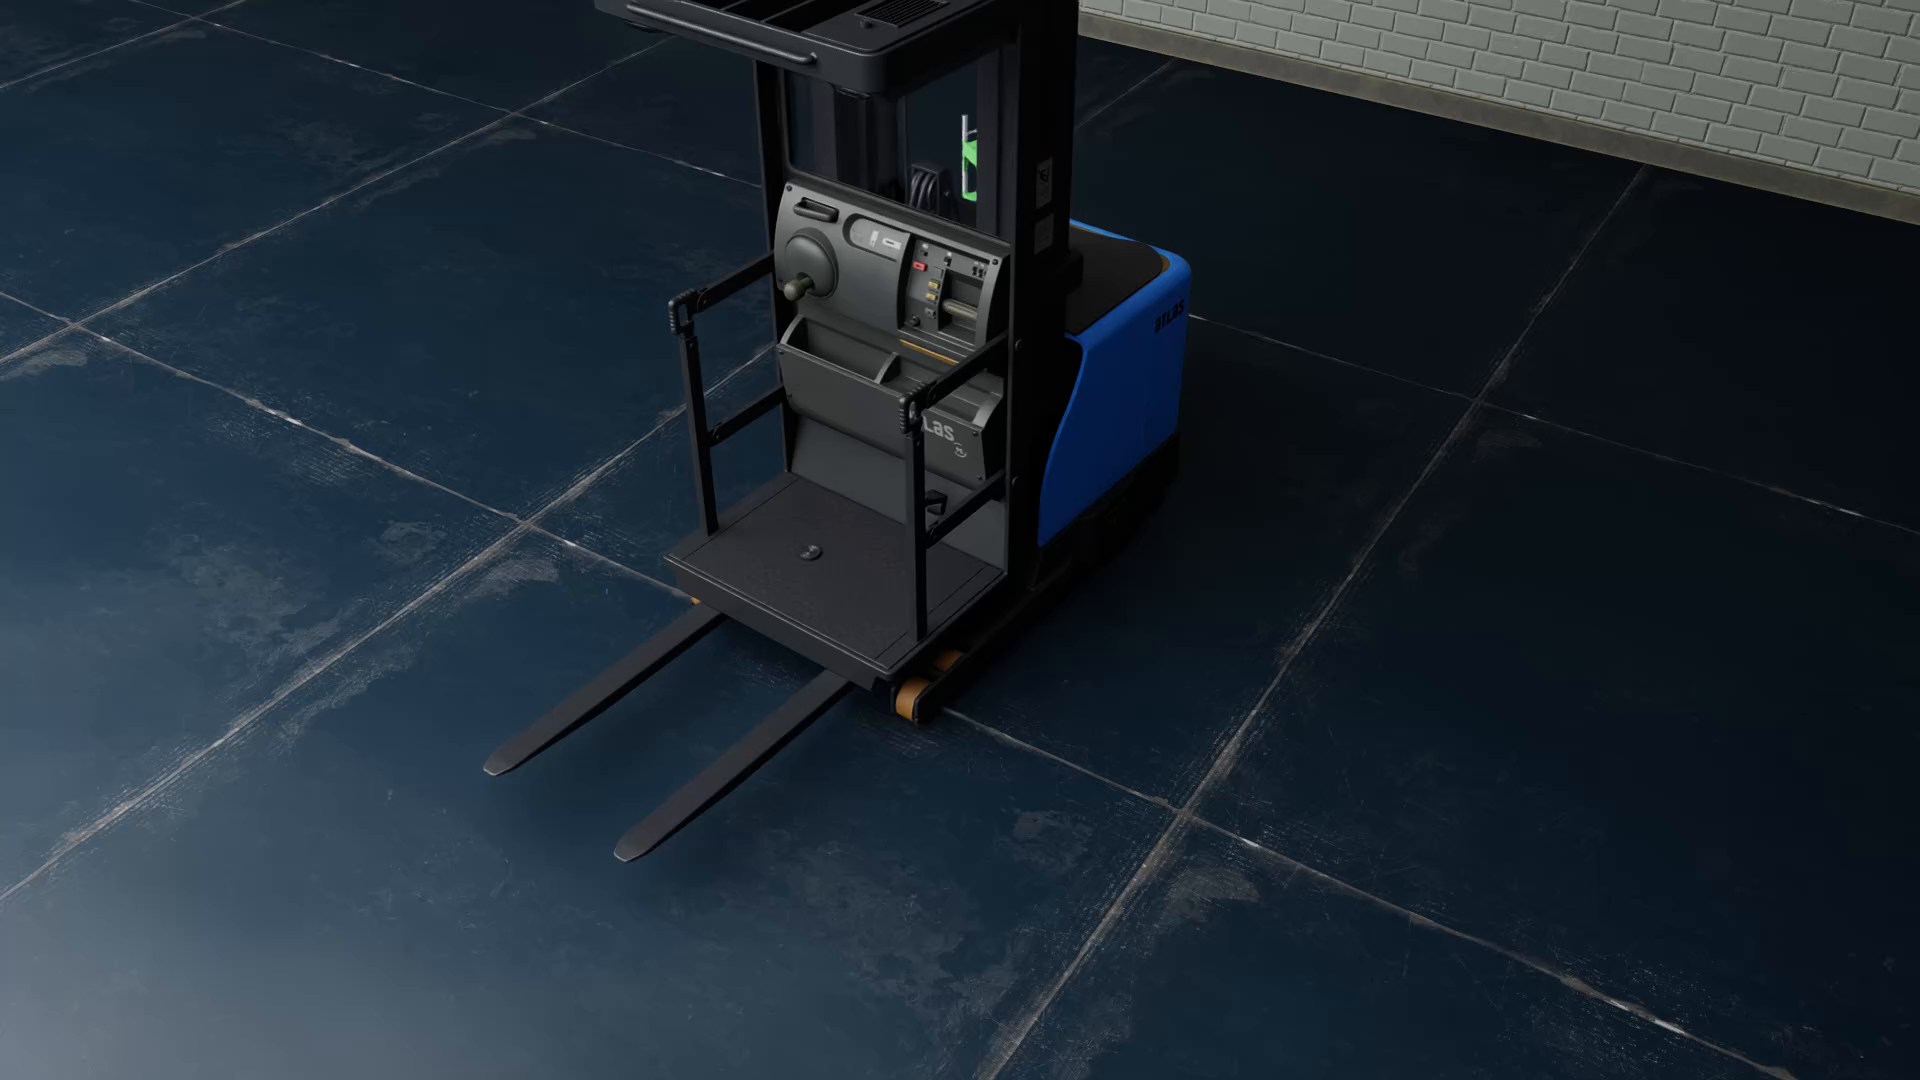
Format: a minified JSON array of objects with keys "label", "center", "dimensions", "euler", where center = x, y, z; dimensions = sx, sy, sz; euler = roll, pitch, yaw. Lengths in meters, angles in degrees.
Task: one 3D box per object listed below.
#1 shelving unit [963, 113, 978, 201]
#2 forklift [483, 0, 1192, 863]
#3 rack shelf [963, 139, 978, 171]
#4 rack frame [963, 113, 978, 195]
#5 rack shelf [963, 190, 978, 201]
[{"label":"shelving unit","center":[0.224,-1.251,7.389],"dimensions":[0.258,1.200,0.503],"euler":[-15,40,-18]},{"label":"forklift","center":[-0.379,-0.854,5.458],"dimensions":[1.130,2.935,3.031],"euler":[25,44,29]},{"label":"rack shelf","center":[0.224,-1.581,7.135],"dimensions":[0.258,0.148,0.480],"euler":[-15,40,-18]},{"label":"rack frame","center":[0.127,-1.387,7.566],"dimensions":[0.240,1.200,0.015],"euler":[-15,40,-18]},{"label":"rack shelf","center":[0.224,-1.390,7.281],"dimensions":[0.258,0.148,0.480],"euler":[-15,40,-18]}]
